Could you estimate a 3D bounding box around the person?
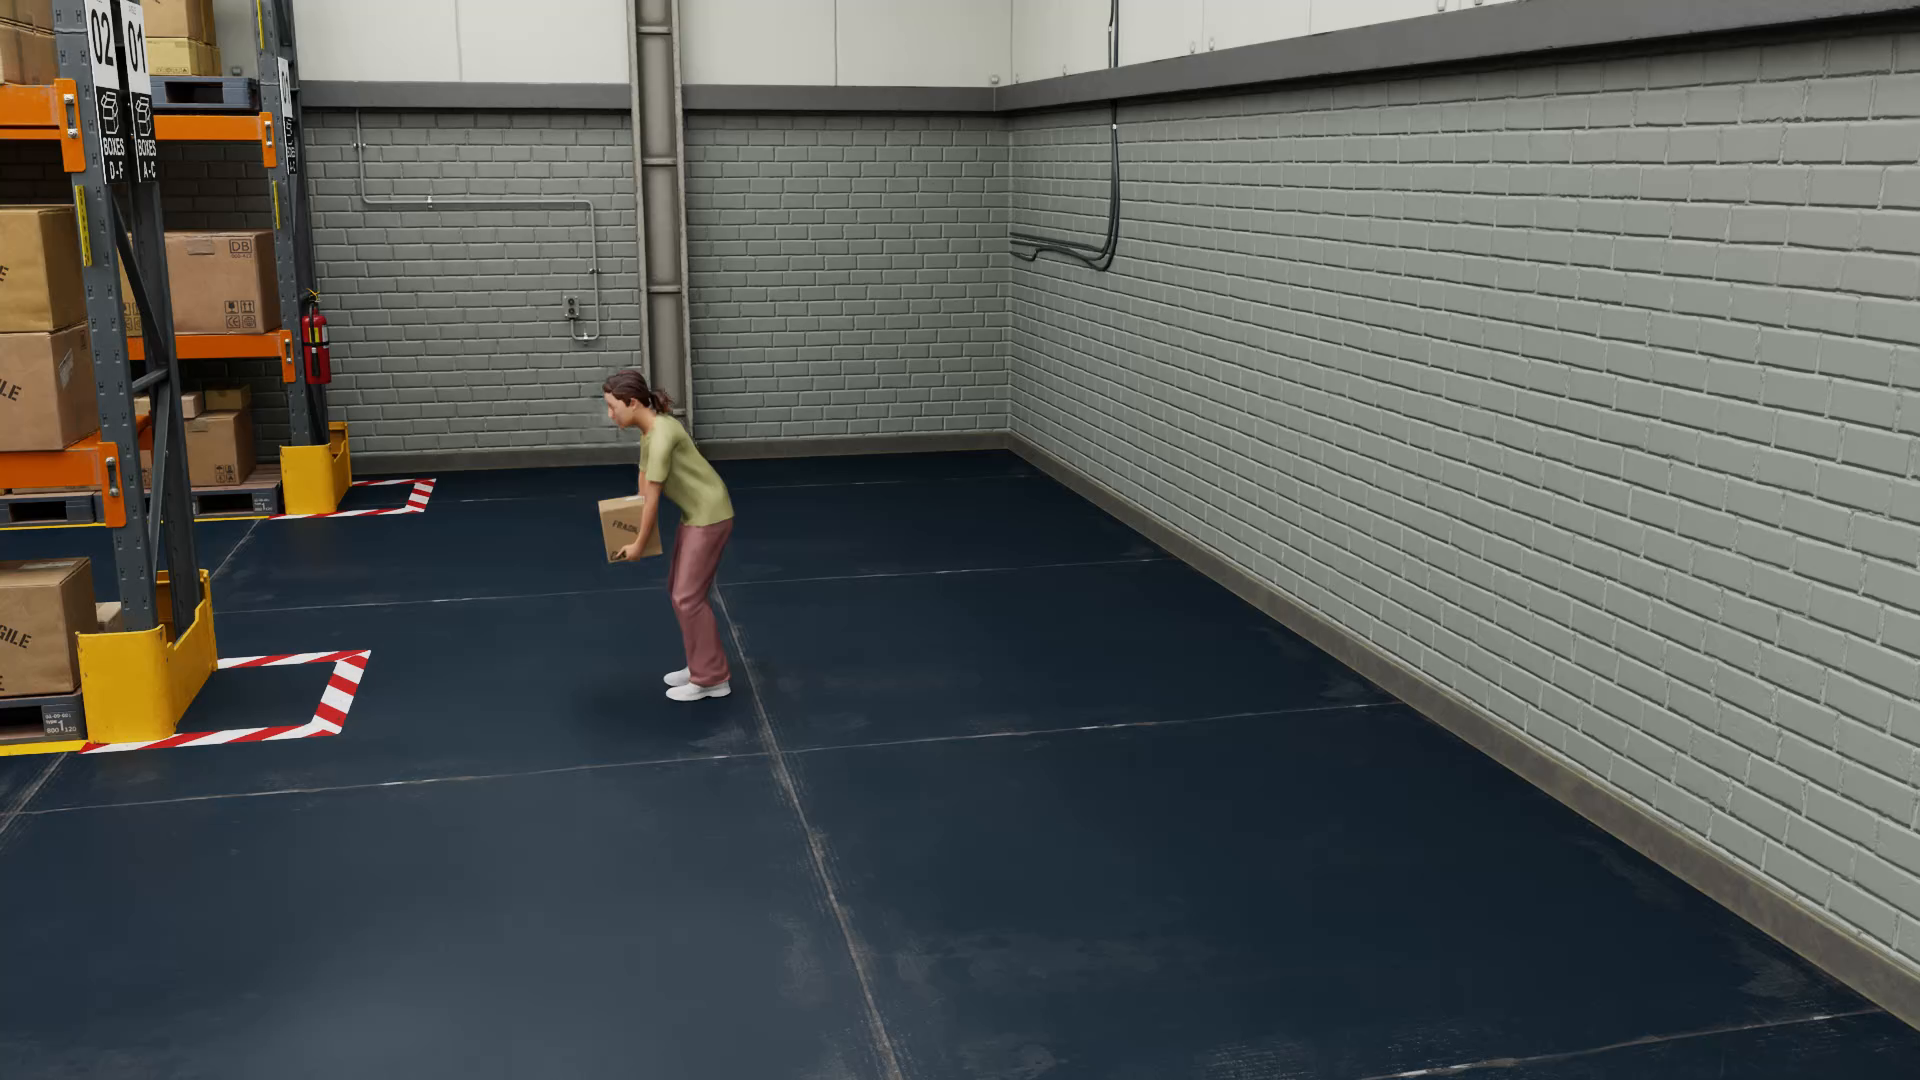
[{"bbox_3d":[-1.357,-0.027,7.850,0.582,1.571,0.412,-3,13,-14],"label":"person"}]
